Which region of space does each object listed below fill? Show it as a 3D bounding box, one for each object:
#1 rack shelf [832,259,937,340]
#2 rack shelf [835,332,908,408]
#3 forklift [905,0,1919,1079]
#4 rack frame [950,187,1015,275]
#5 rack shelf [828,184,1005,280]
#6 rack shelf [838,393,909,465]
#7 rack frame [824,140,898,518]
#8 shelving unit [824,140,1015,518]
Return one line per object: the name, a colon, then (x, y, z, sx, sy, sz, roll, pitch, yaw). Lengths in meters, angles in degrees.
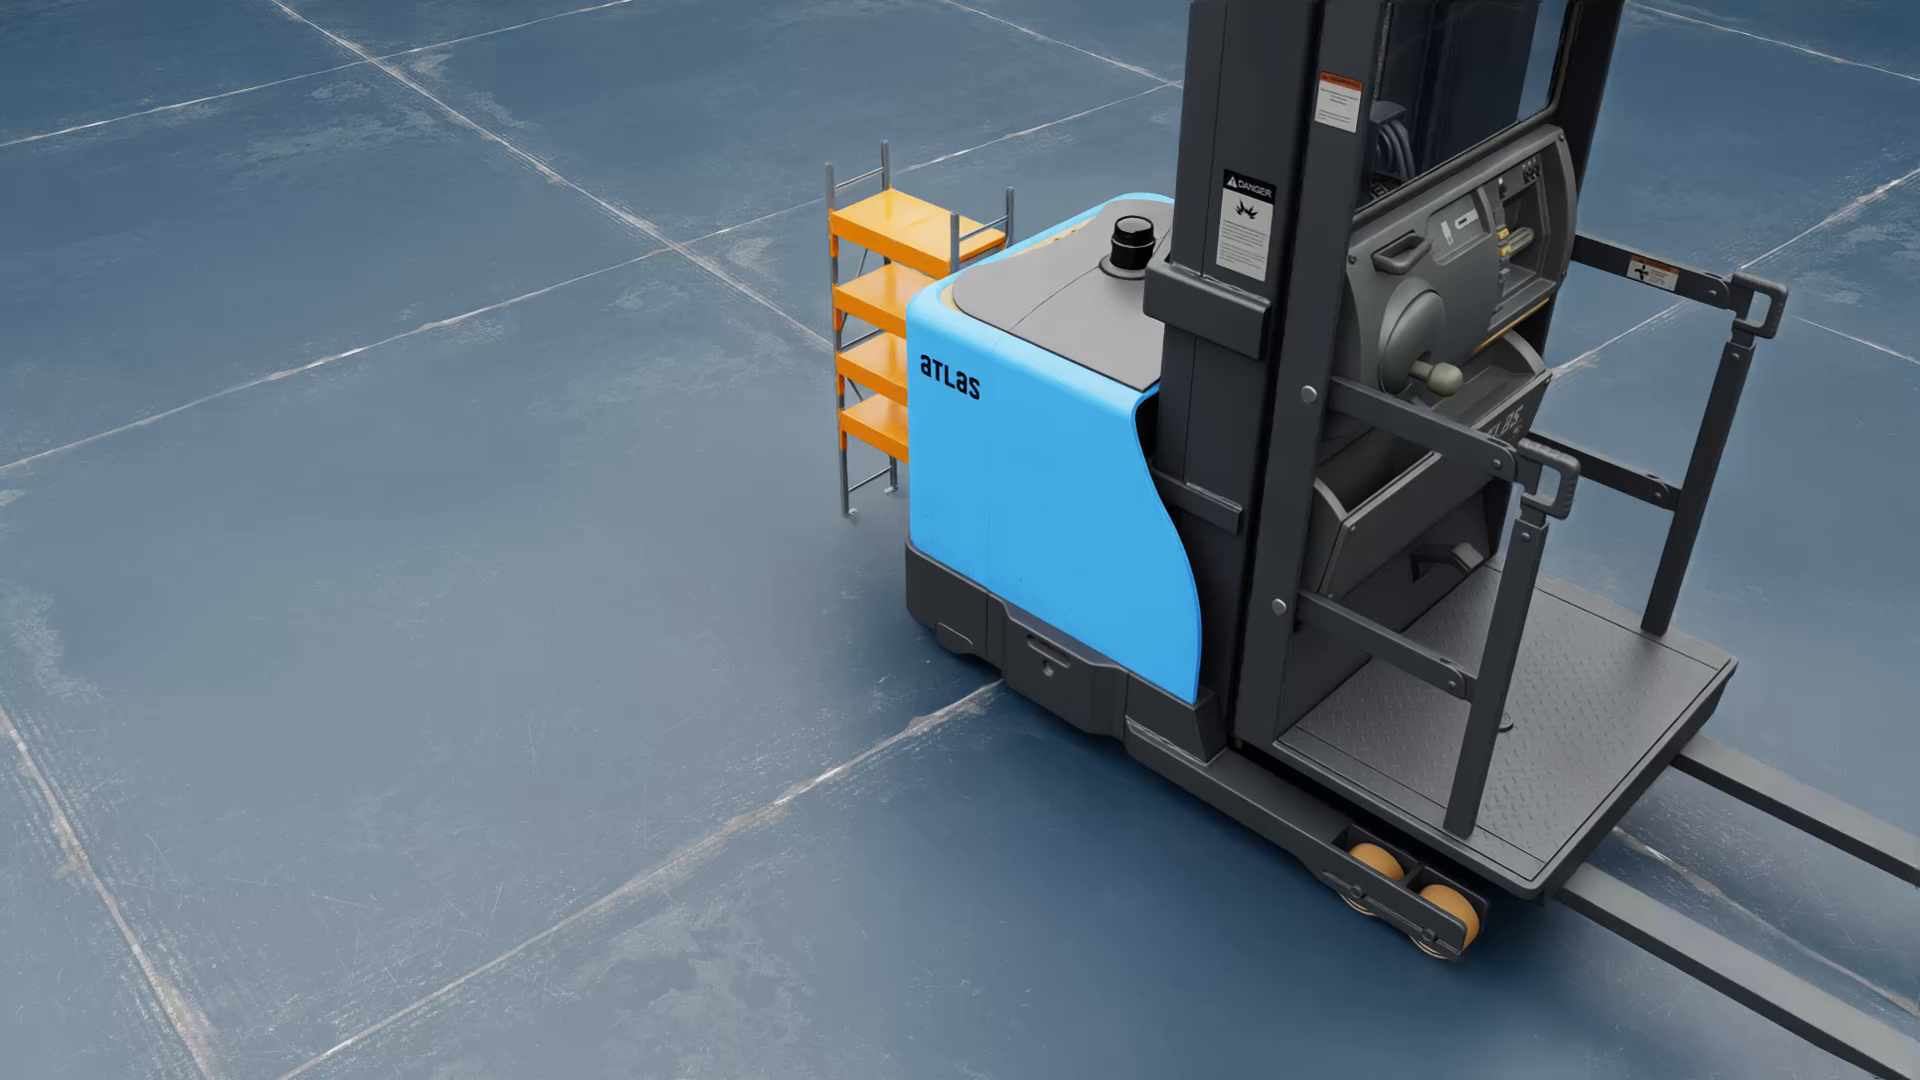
rack shelf: (-0.116, -0.645, 4.852, 0.480, 0.148, 0.258, 29, 44, 34)
rack shelf: (-0.116, -0.462, 4.981, 0.480, 0.148, 0.258, 29, 44, 34)
forklift: (1.258, -0.566, 3.514, 3.031, 2.935, 1.130, 29, 44, 34)
rack frame: (0.061, -0.420, 4.805, 0.015, 1.200, 0.240, 29, 44, 34)
rack shelf: (-0.116, -0.838, 4.715, 0.480, 0.148, 0.258, 29, 44, 34)
rack shelf: (-0.116, -0.300, 5.096, 0.480, 0.148, 0.258, 29, 44, 34)
rack frame: (-0.293, -0.614, 5.079, 0.015, 1.200, 0.240, 29, 44, 34)
shelving unit: (-0.116, -0.517, 4.942, 0.503, 1.200, 0.258, 29, 44, 34)
